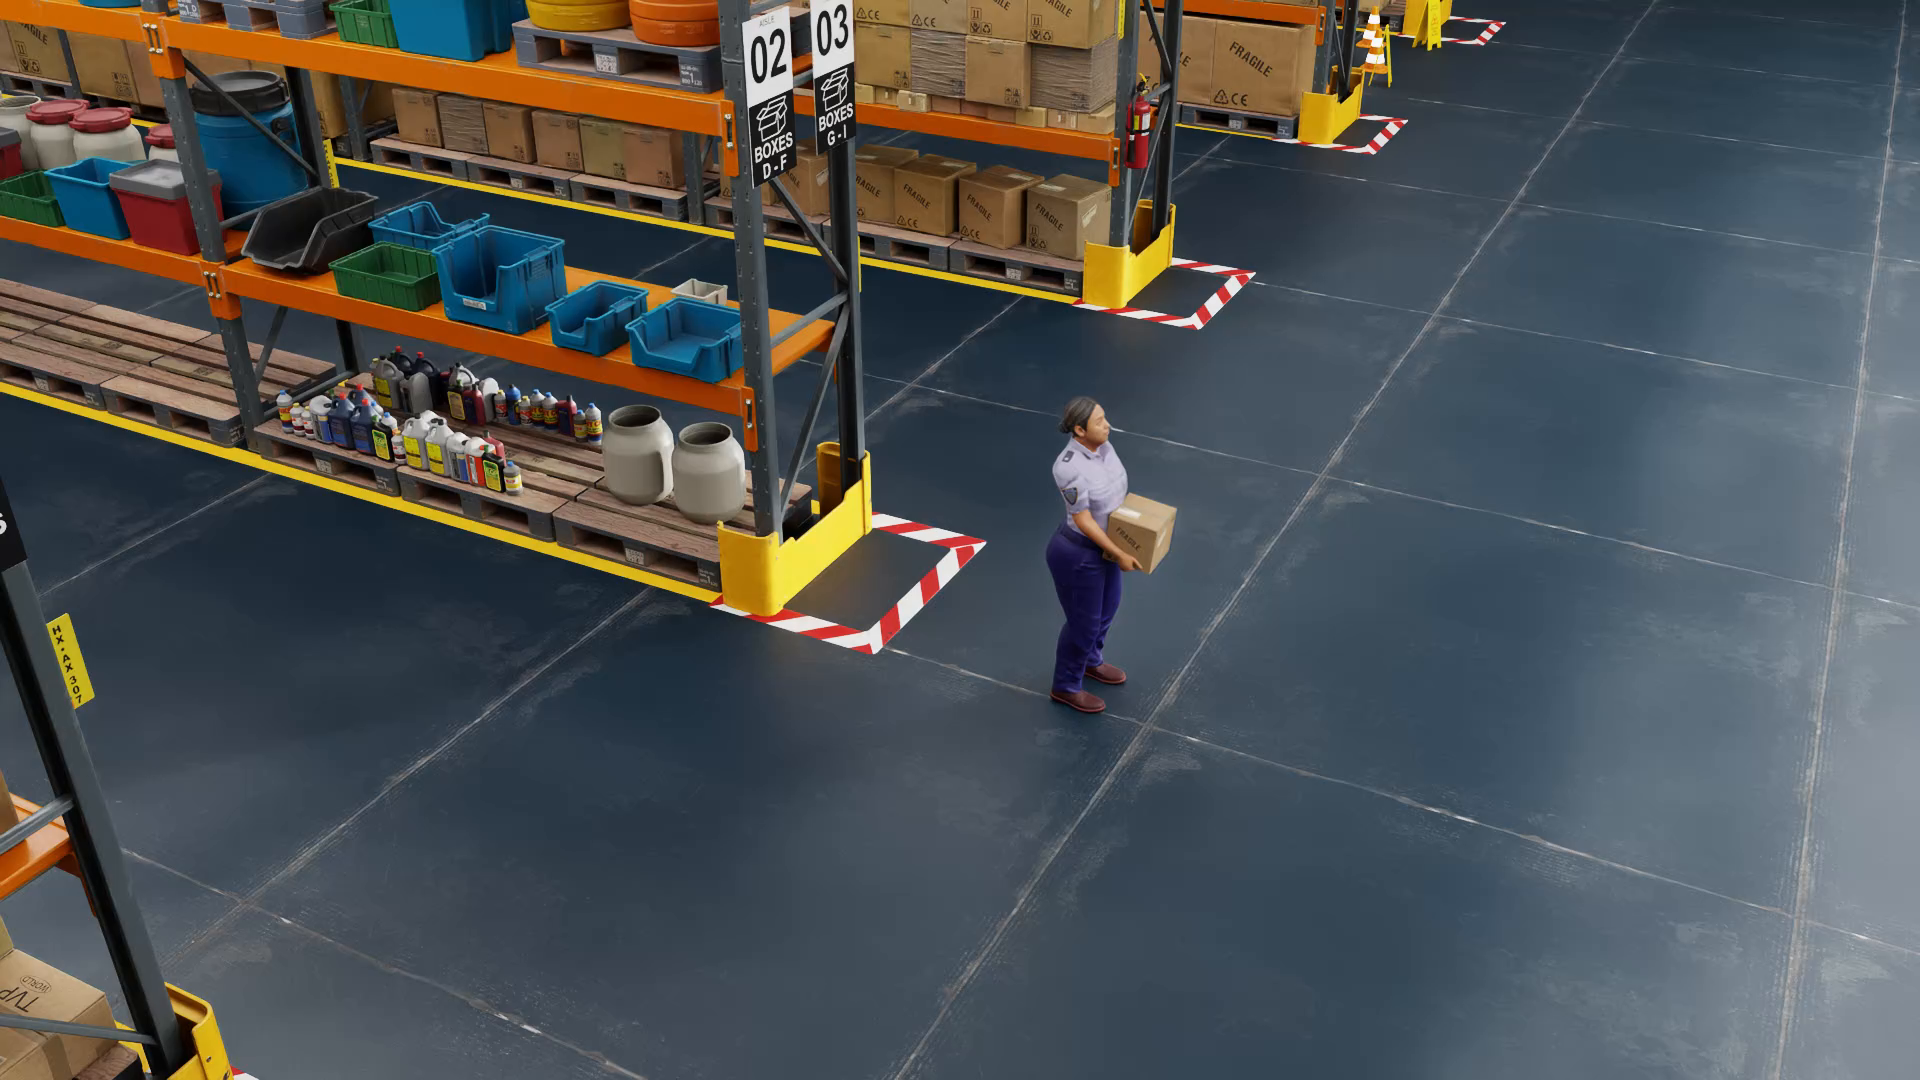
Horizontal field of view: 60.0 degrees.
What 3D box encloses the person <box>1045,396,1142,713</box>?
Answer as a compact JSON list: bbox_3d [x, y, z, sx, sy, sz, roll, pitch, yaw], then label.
[{"bbox_3d":[0.706,0.078,8.188,0.516,1.622,0.452,15,33,23],"label":"person"}]
